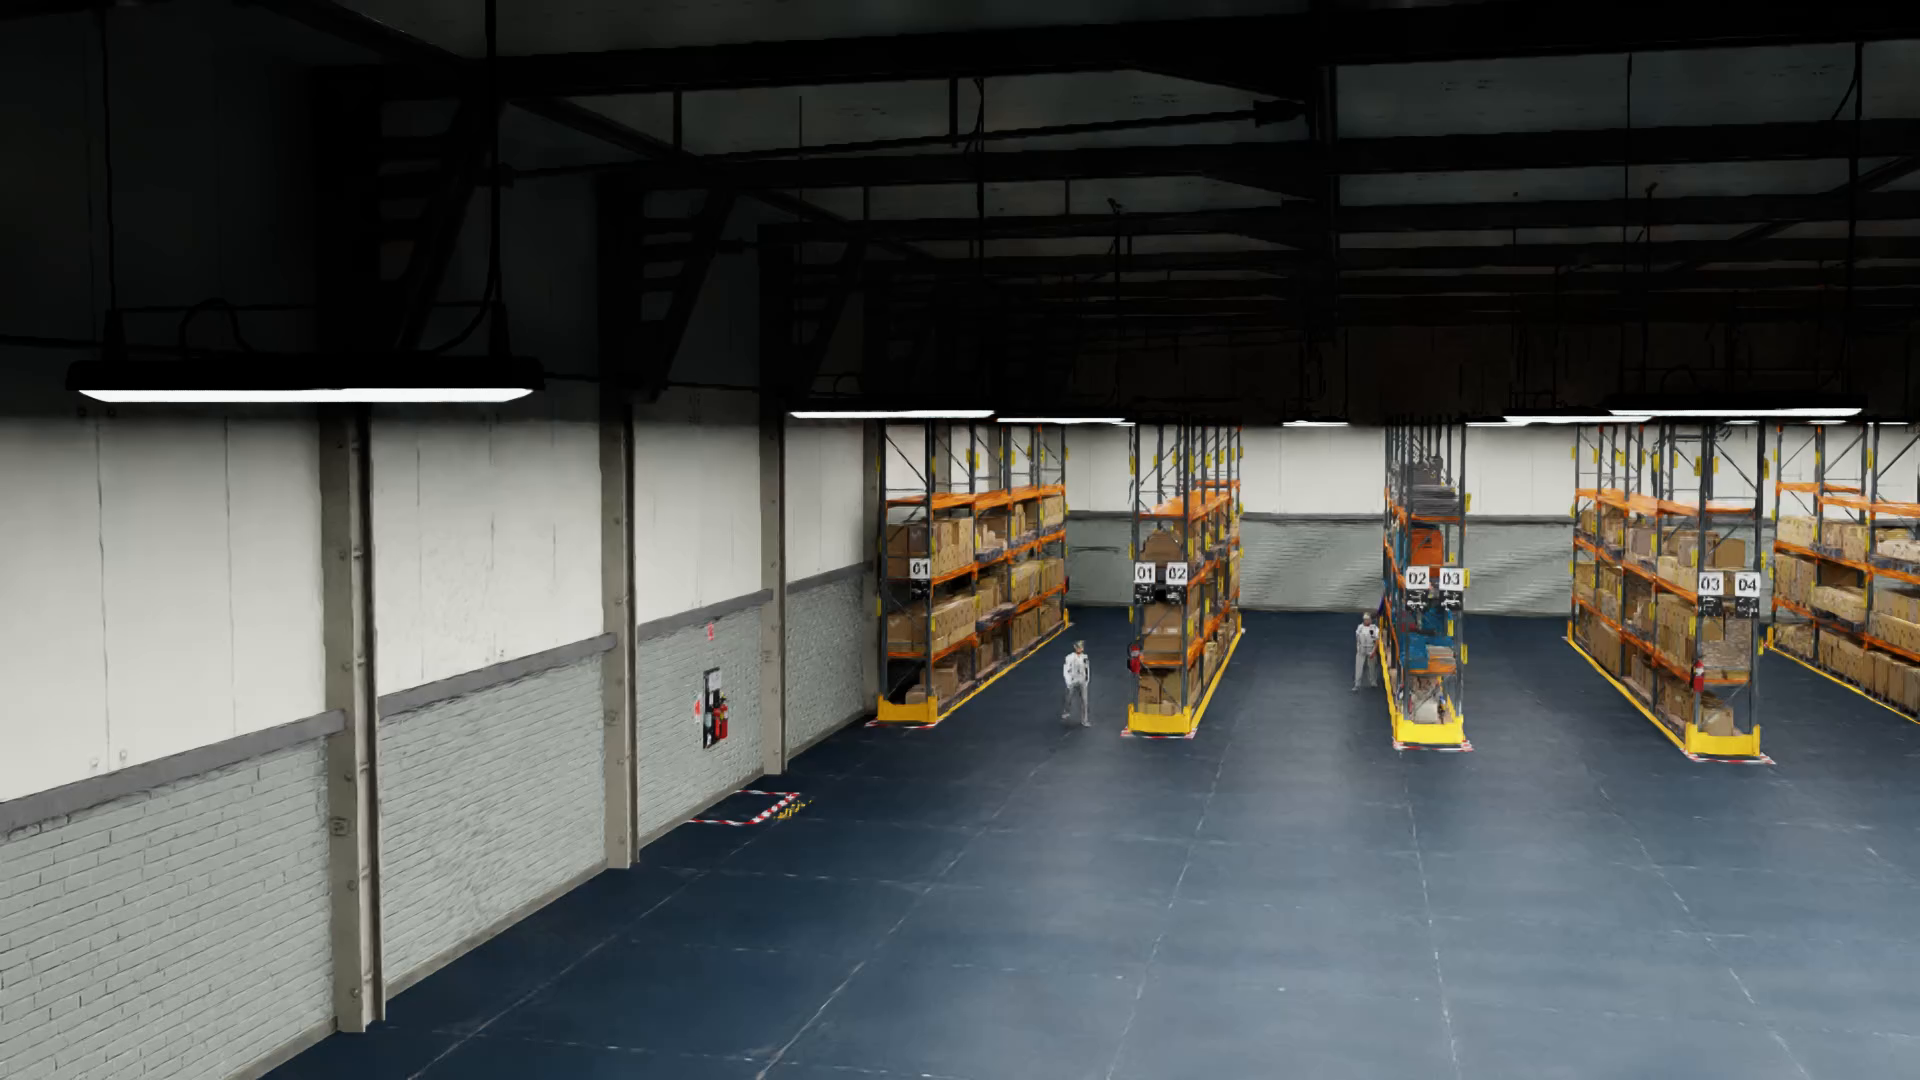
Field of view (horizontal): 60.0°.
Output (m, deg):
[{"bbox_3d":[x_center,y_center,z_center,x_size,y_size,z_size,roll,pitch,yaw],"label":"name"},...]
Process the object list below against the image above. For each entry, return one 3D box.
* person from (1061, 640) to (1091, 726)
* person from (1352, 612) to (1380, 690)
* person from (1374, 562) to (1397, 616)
[{"bbox_3d":[2.239,2.722,32.098,0.559,1.638,0.847,0,4,-6],"label":"person"},{"bbox_3d":[8.869,2.403,36.209,0.534,1.705,1.041,2,4,22],"label":"person"},{"bbox_3d":[12.920,1.509,50.400,0.682,1.633,0.482,-3,5,-35],"label":"person"}]
